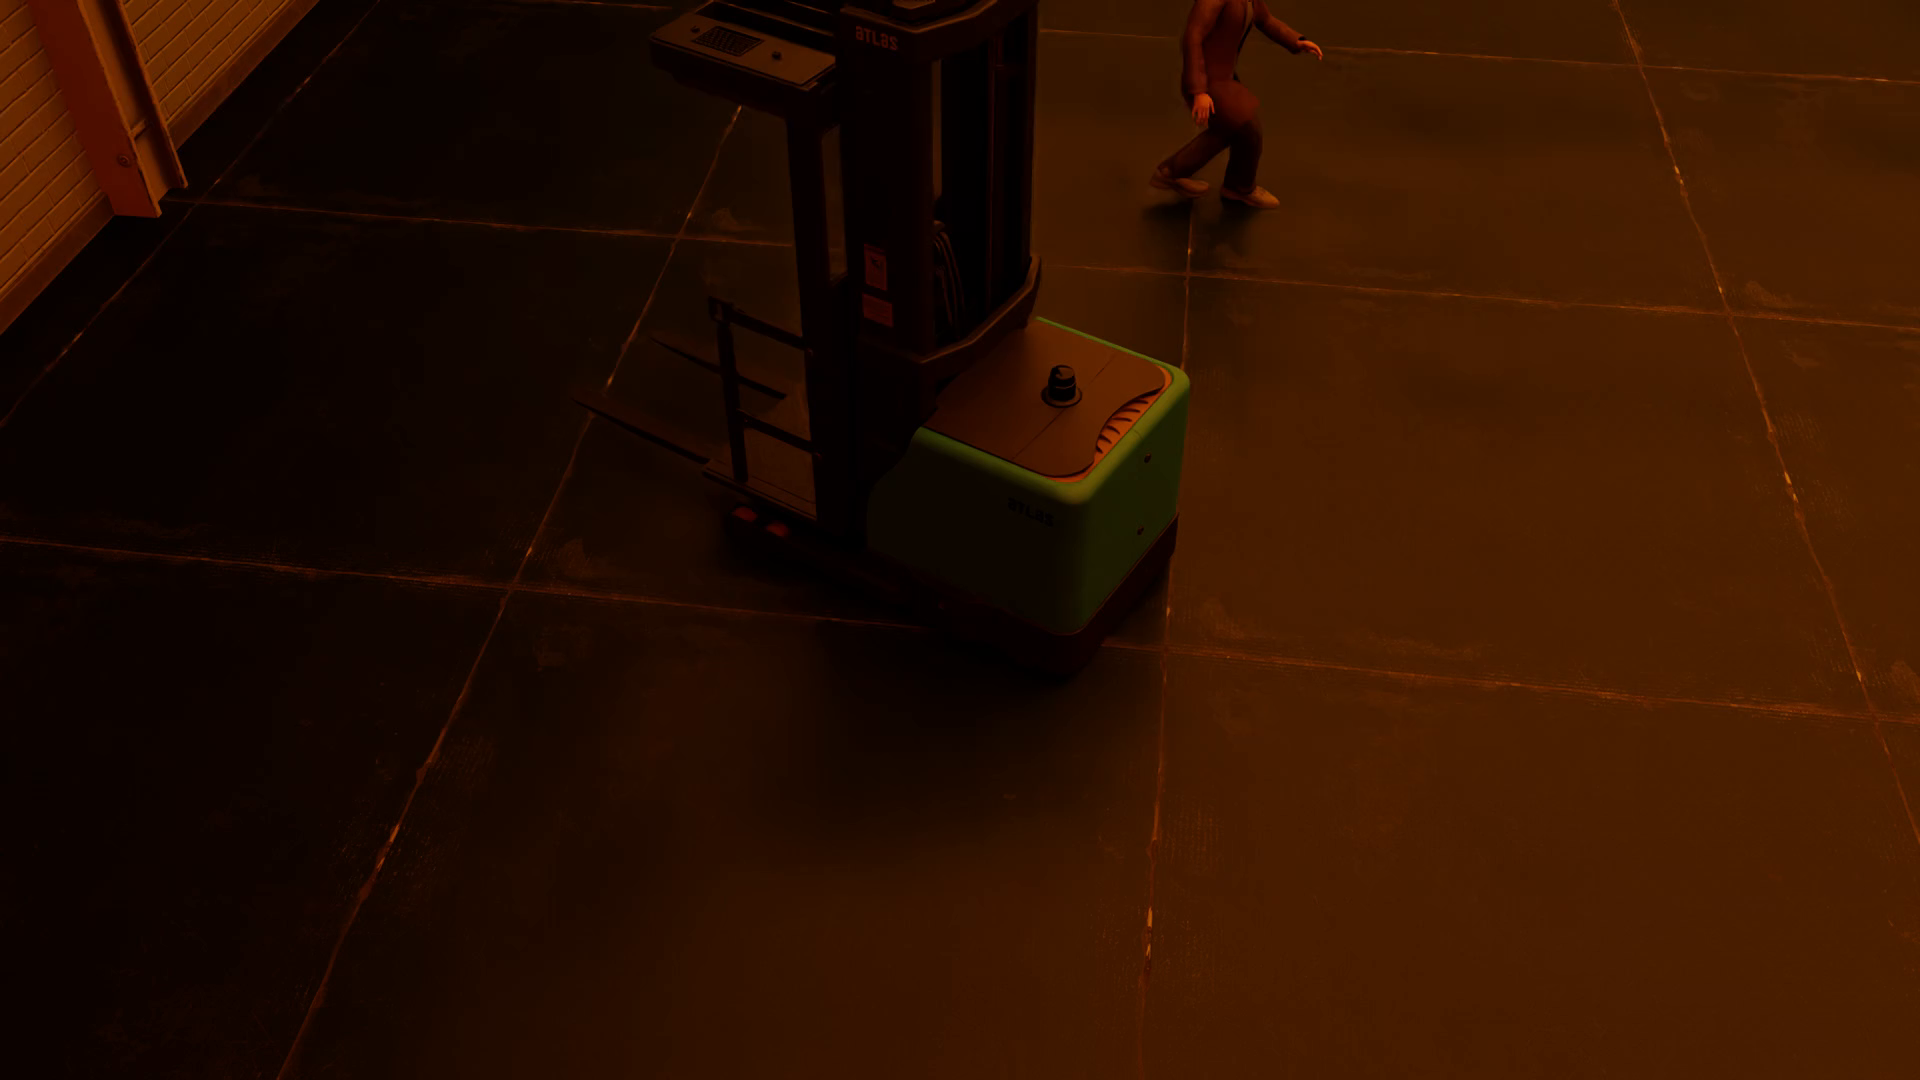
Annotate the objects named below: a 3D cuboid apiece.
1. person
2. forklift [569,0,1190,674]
[{"bbox_3d":[1.580,-2.589,9.512,0.907,1.650,0.912,9,43,10],"label":"person"},{"bbox_3d":[-0.515,-1.277,7.114,3.031,2.935,1.130,24,48,24],"label":"forklift"}]
